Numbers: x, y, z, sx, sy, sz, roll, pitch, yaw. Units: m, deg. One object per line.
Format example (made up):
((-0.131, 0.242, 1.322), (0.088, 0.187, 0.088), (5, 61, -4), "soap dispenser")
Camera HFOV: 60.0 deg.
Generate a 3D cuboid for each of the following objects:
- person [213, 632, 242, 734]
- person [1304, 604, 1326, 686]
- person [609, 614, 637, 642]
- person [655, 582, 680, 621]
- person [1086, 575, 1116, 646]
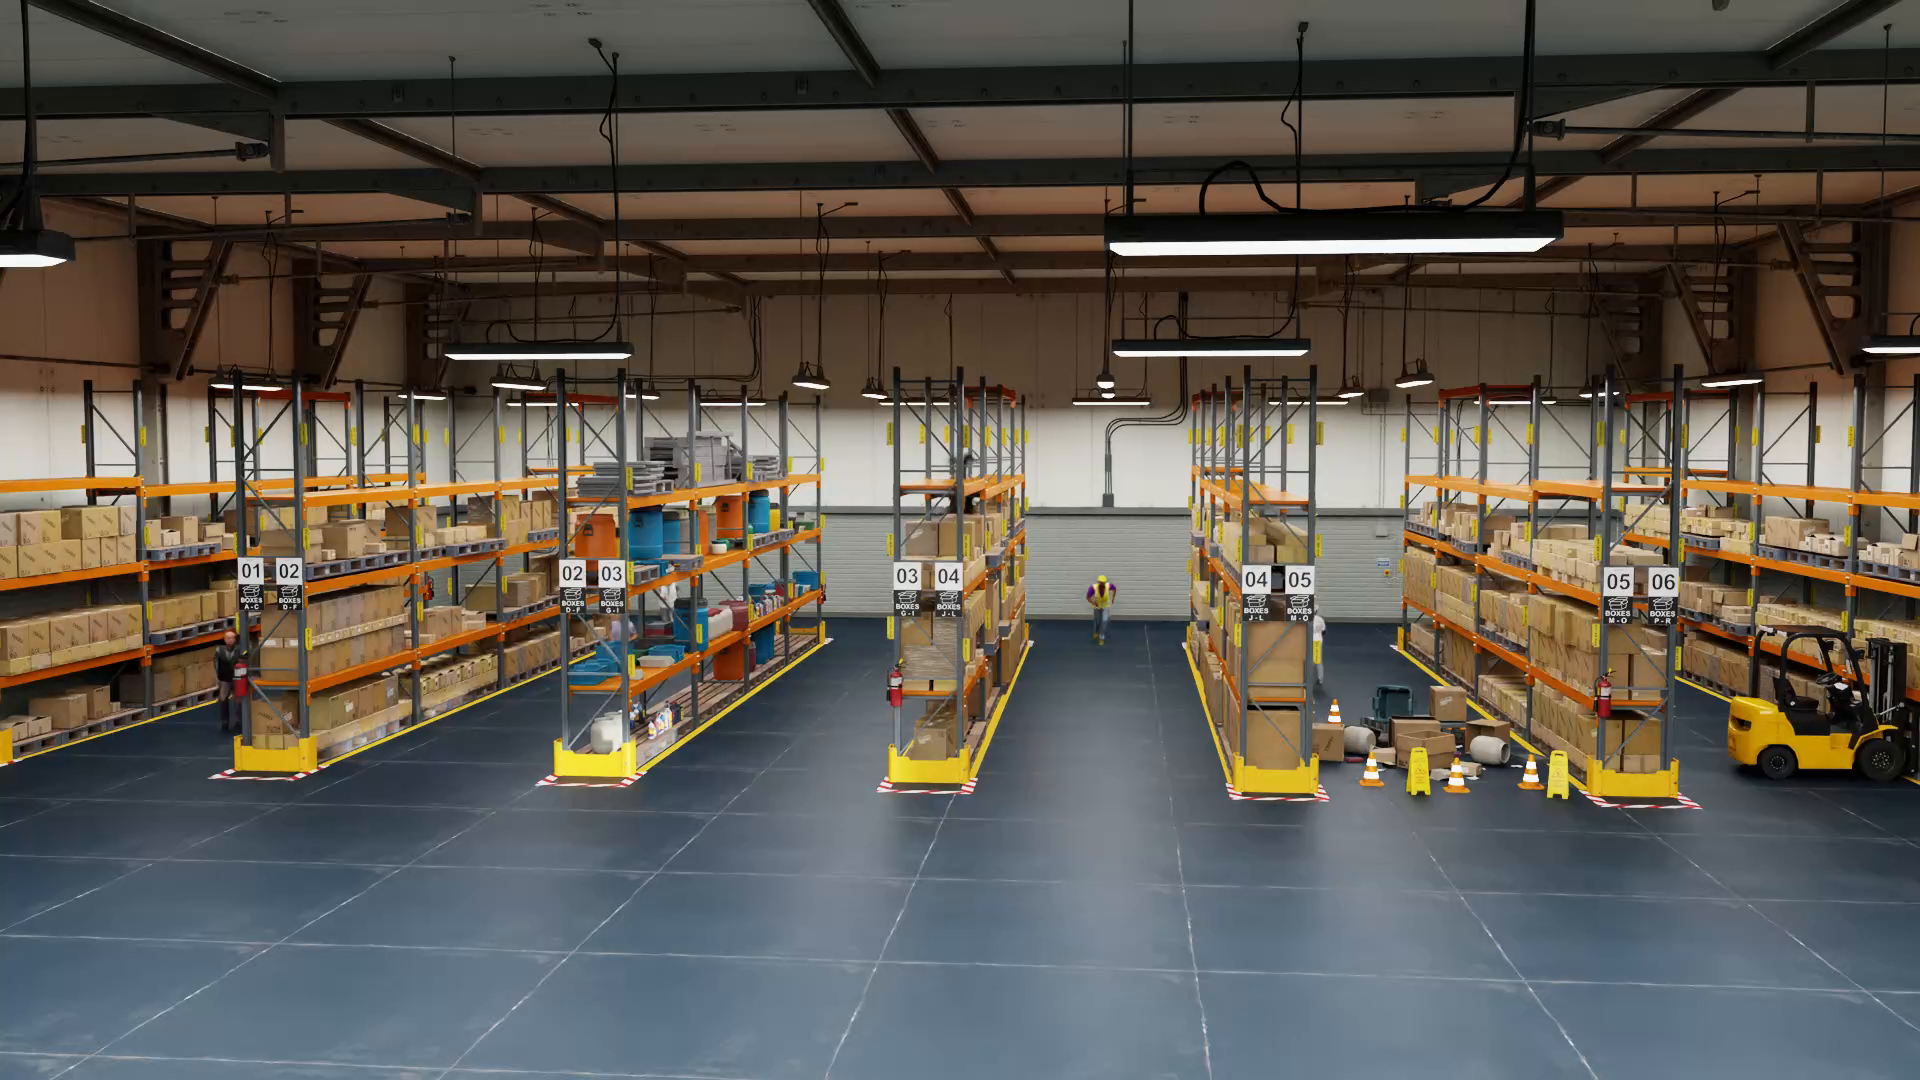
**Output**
((-12.337, 2.421, 28.169), (0.585, 1.756, 0.824), (-1, 4, -20), "person")
((7.074, 2.115, 33.322), (0.574, 1.662, 0.955), (0, 4, 0), "person")
((-6.615, 2.168, 32.658), (0.582, 1.649, 0.913), (0, 4, 4), "person")
((-7.047, 1.625, 40.101), (0.619, 1.806, 0.903), (-1, 4, -12), "person")
((3.401, 1.676, 40.284), (0.743, 1.715, 1.048), (0, 4, -5), "person")
